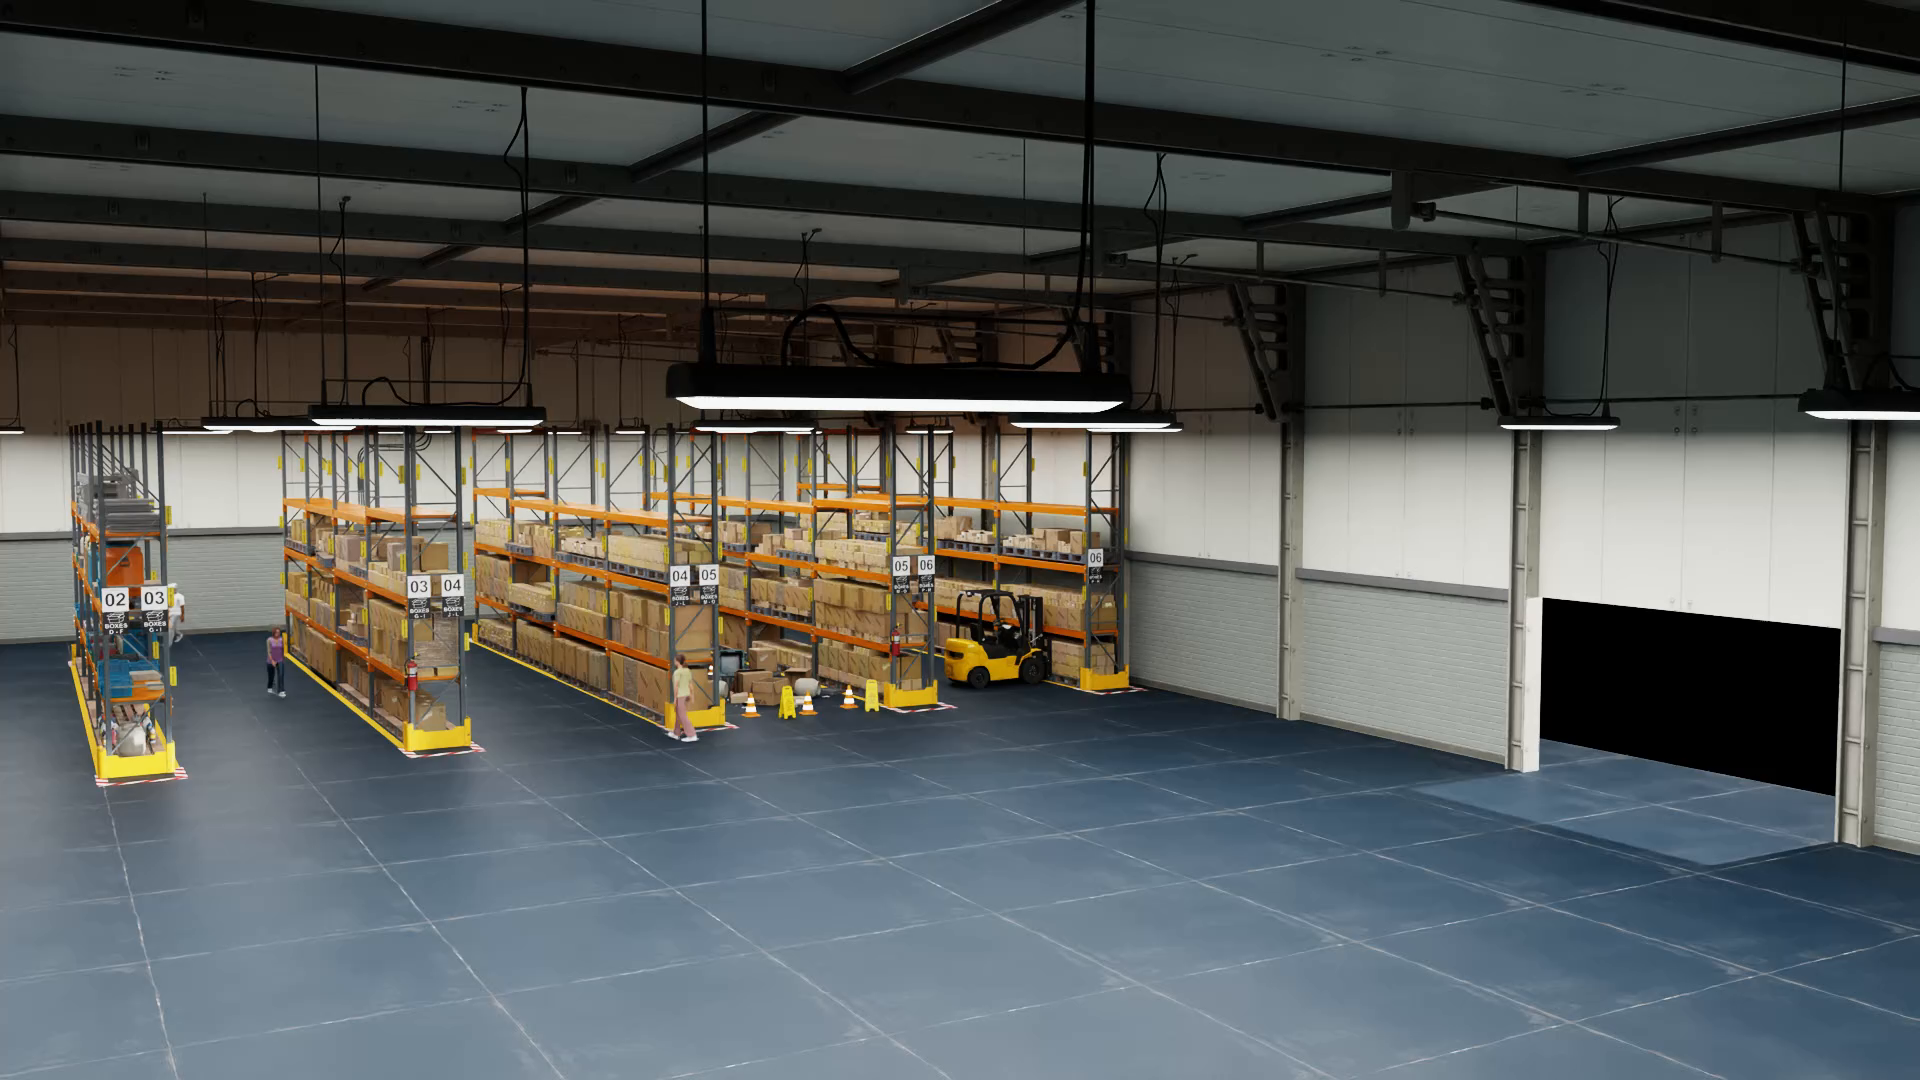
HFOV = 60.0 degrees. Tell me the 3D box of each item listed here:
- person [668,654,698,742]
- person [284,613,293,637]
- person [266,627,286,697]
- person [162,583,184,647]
[{"bbox_3d":[-5.262,2.968,31.370,0.800,1.646,0.462,2,4,29],"label":"person"},{"bbox_3d":[-18.148,2.044,45.434,0.643,1.773,0.772,3,5,41],"label":"person"},{"bbox_3d":[-15.092,2.681,36.712,0.397,1.514,0.990,-3,5,-38],"label":"person"},{"bbox_3d":[-21.553,2.043,45.575,0.607,1.745,0.939,1,4,9],"label":"person"}]
